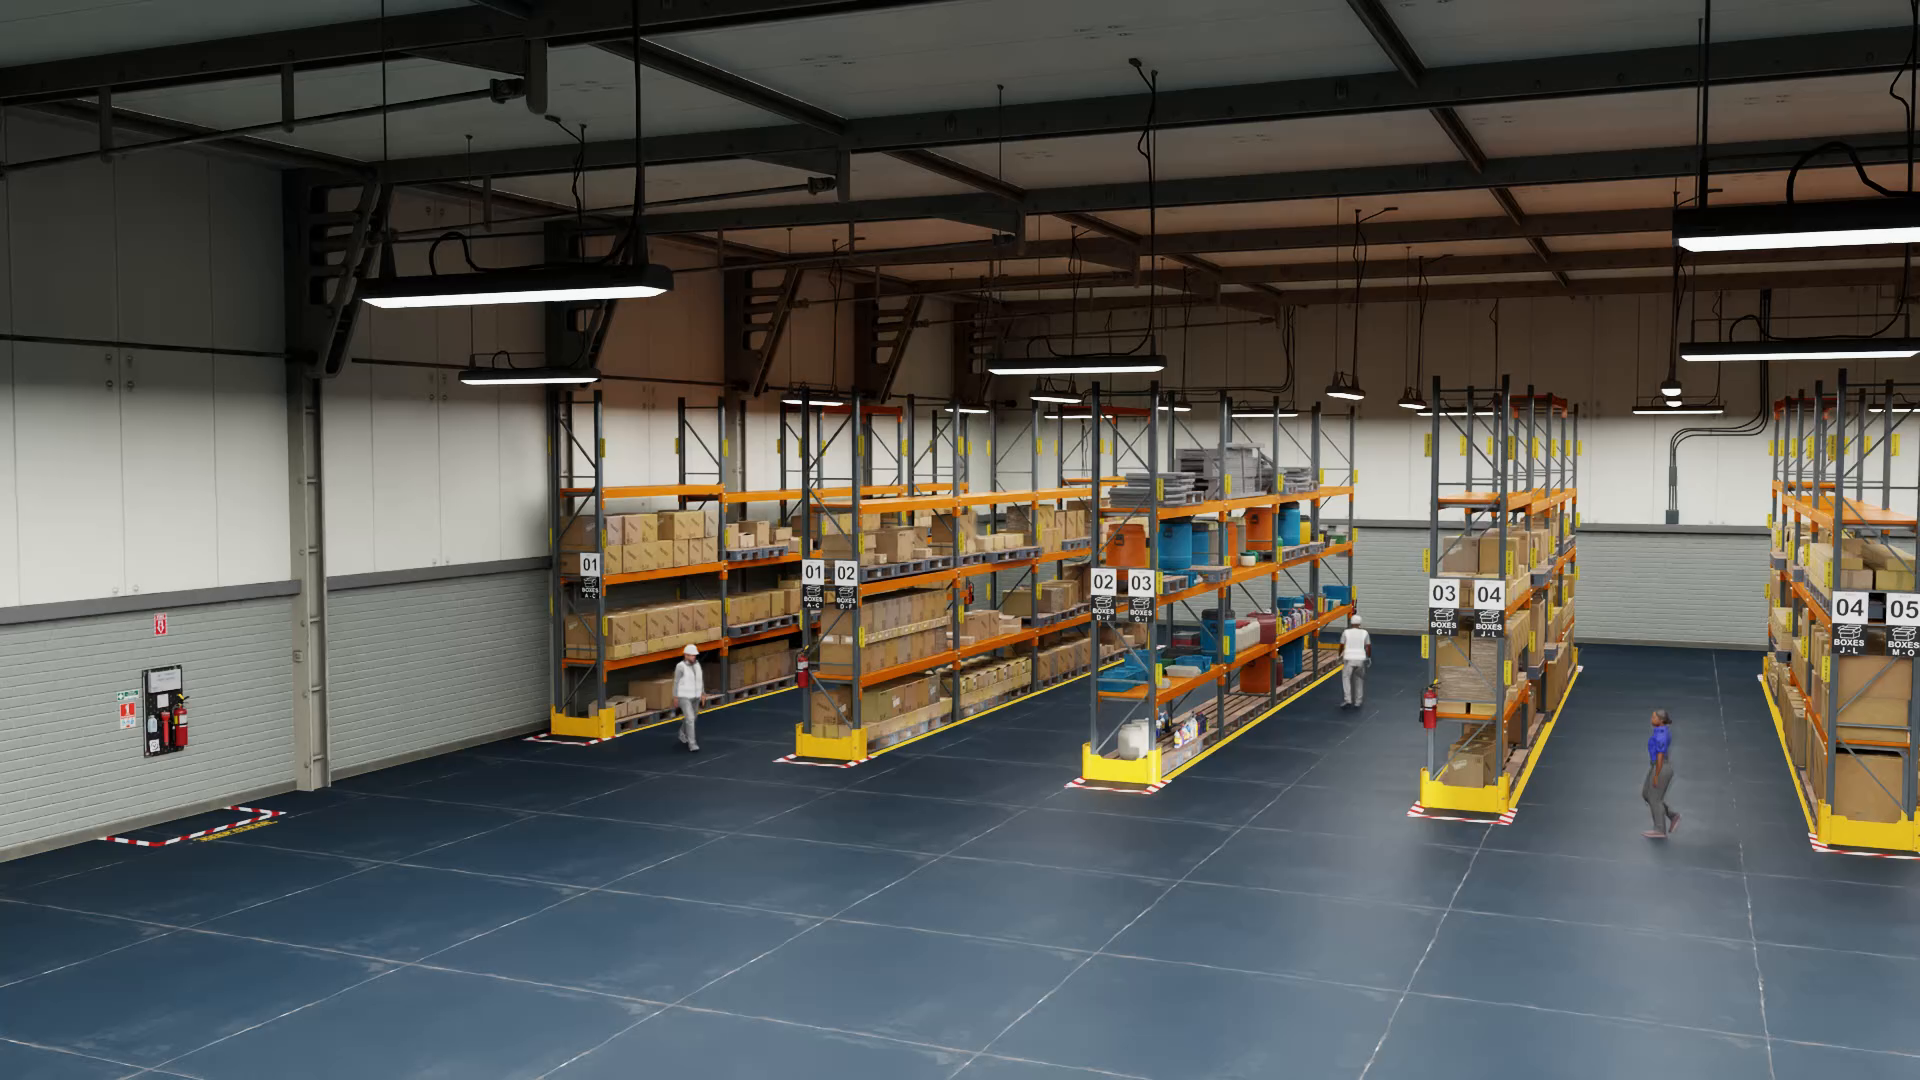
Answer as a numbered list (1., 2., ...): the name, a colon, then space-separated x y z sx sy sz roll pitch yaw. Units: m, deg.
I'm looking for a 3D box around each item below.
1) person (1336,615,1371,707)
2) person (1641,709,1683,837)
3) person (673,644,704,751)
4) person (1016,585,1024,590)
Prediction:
1. person: 7.667 2.350 32.233 0.650 1.764 0.640 0 3 -1
2. person: 9.013 2.981 21.294 0.502 1.645 0.458 1 3 18
3. person: -4.522 2.605 27.771 0.884 1.746 0.541 3 4 39
4. person: 1.598 1.897 41.986 0.590 1.581 0.689 2 4 32
